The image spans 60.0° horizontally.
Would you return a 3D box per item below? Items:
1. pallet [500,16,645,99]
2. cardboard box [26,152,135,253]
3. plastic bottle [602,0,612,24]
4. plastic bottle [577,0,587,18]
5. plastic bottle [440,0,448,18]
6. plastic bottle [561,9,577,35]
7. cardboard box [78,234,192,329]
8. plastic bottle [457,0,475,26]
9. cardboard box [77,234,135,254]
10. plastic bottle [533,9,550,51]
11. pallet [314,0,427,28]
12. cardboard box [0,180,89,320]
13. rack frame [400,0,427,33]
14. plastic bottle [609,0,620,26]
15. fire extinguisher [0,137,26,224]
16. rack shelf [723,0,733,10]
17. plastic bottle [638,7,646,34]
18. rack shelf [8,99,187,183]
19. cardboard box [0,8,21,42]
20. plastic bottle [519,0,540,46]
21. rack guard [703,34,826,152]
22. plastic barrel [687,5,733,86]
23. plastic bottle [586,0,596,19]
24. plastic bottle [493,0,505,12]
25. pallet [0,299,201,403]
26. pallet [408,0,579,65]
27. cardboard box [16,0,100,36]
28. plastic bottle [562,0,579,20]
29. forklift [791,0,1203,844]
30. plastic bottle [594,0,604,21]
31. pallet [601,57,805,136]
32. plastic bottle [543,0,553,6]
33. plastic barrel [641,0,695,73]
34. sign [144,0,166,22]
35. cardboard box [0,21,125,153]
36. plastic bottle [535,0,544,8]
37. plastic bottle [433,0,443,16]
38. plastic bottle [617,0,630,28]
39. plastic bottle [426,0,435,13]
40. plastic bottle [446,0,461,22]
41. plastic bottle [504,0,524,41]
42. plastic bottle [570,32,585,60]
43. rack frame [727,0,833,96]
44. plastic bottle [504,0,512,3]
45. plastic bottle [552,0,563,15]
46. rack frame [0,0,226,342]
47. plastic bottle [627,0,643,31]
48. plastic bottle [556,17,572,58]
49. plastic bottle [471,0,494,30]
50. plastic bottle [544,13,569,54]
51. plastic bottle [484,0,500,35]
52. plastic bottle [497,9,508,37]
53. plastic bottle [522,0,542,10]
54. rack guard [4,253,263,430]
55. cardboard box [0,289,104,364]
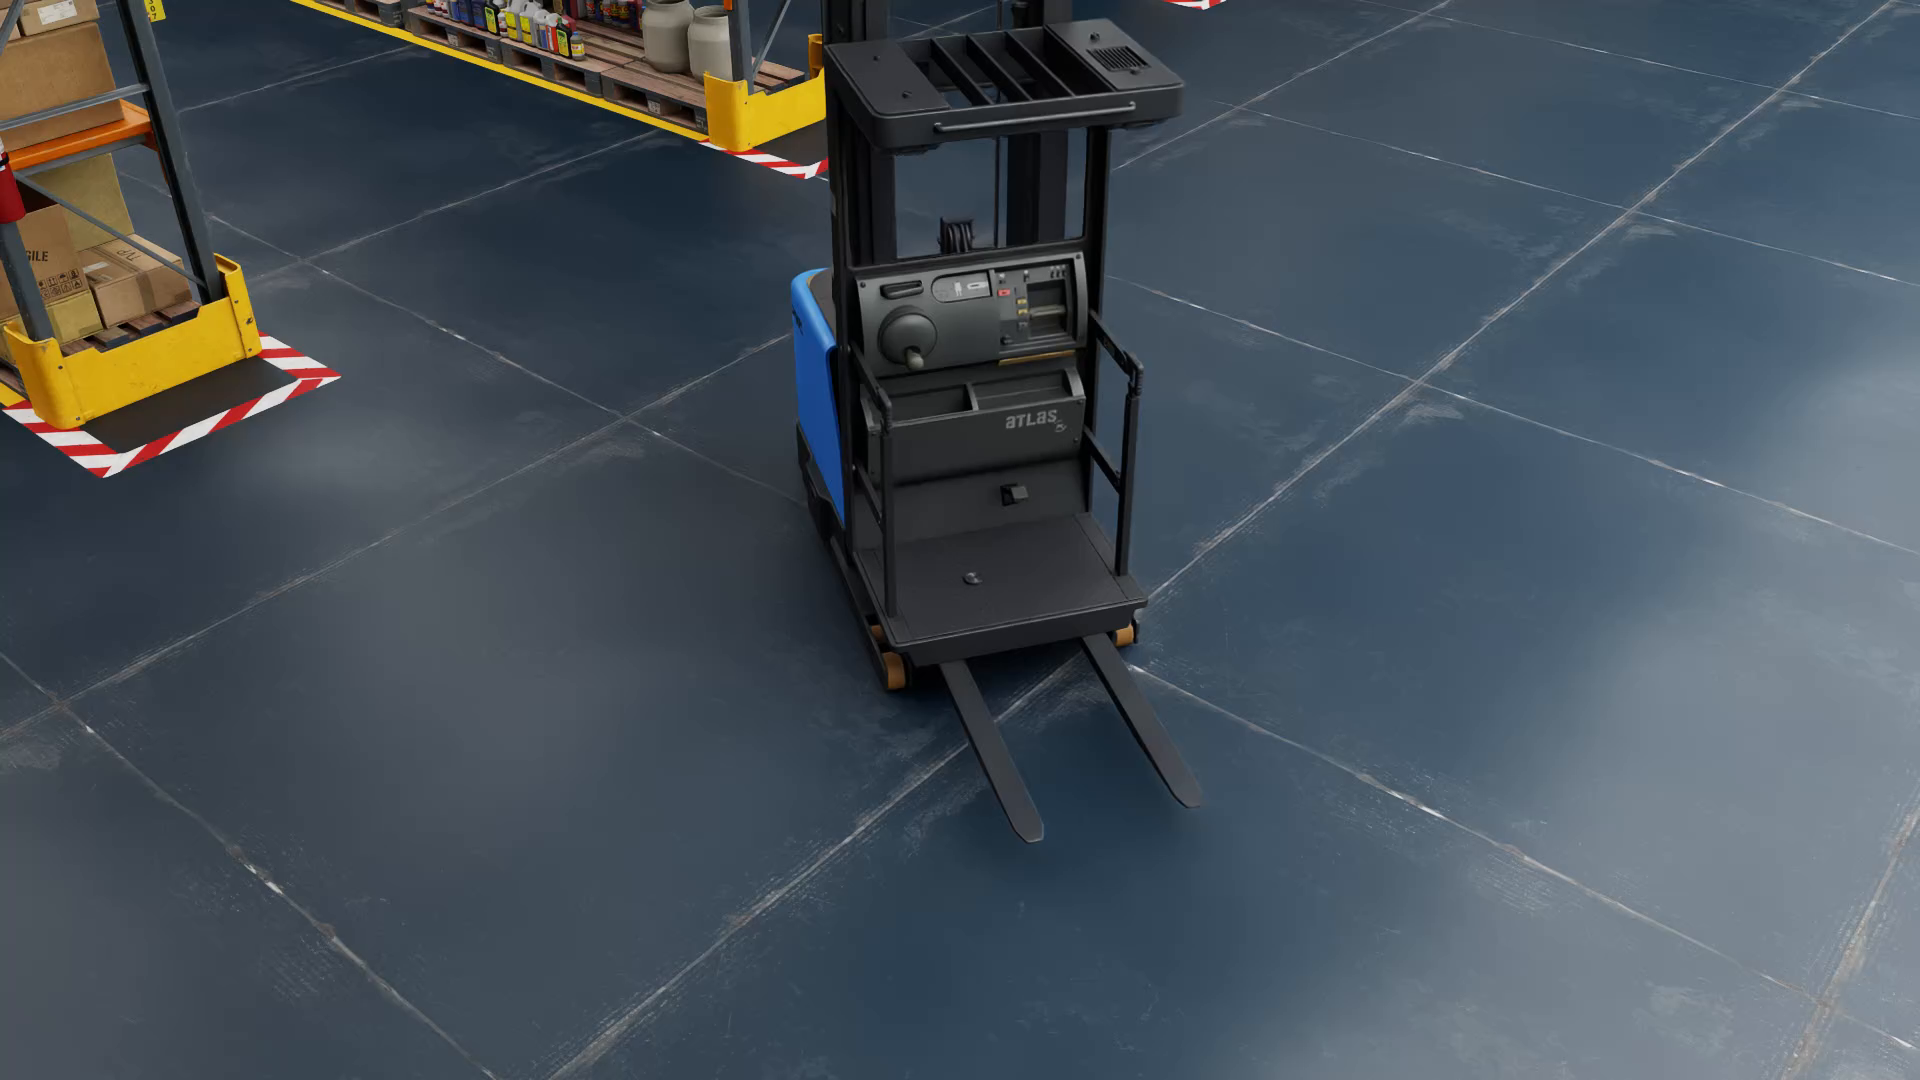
[{"bbox_3d":[-2.868,-3.864,13.190,1.213,0.211,1.003,25,42,32],"label":"pallet"},{"bbox_3d":[-5.053,-1.934,9.312,0.500,0.500,0.500,25,42,32],"label":"cardboard box"},{"bbox_3d":[-2.836,-4.284,13.422,0.097,0.201,0.097,0,34,0],"label":"plastic bottle"},{"bbox_3d":[-3.102,-4.420,13.554,0.135,0.276,0.152,26,42,33],"label":"plastic bottle"},{"bbox_3d":[-4.178,-4.365,13.539,0.097,0.201,0.097,0,34,0],"label":"plastic bottle"},{"bbox_3d":[-3.026,-3.954,12.868,0.133,0.283,0.061,25,42,32],"label":"plastic bottle"},{"bbox_3d":[-4.667,-1.445,9.262,0.500,0.250,0.500,25,42,32],"label":"cardboard box"},{"bbox_3d":[-3.944,-4.333,13.361,0.185,0.351,0.144,26,42,33],"label":"plastic bottle"},{"bbox_3d":[-5.054,-1.624,9.523,0.500,0.250,0.500,25,42,32],"label":"cardboard box"},{"bbox_3d":[-3.200,-3.954,12.876,0.135,0.276,0.152,24,41,31],"label":"plastic bottle"},{"bbox_3d":[-4.928,-4.835,14.604,1.213,0.211,1.003,25,42,32],"label":"pallet"},{"bbox_3d":[-5.000,-1.528,8.720,0.500,0.500,0.500,25,42,32],"label":"cardboard box"},{"bbox_3d":[-4.299,-5.717,13.425,0.127,3.000,1.000,25,42,32],"label":"rack frame"},{"bbox_3d":[-2.759,-4.277,13.350,0.097,0.271,0.097,0,34,0],"label":"plastic bottle"},{"bbox_3d":[-4.604,-1.837,7.844,0.183,0.674,0.296,25,42,32],"label":"fire extinguisher"},{"bbox_3d":[-2.762,-4.696,12.573,4.000,0.370,1.077,25,42,32],"label":"rack shelf"},{"bbox_3d":[-2.499,-4.125,13.191,0.097,0.201,0.097,0,34,0],"label":"plastic bottle"},{"bbox_3d":[-5.934,-2.542,9.437,4.000,0.370,1.077,25,42,32],"label":"rack shelf"},{"bbox_3d":[-4.813,-2.478,8.048,0.250,0.149,0.380,24,41,31],"label":"cardboard box"},{"bbox_3d":[-3.330,-4.043,12.939,0.185,0.351,0.144,27,43,34],"label":"plastic bottle"},{"bbox_3d":[-1.314,-3.244,12.033,0.348,0.500,1.175,25,42,32],"label":"rack guard"},{"bbox_3d":[-1.780,-3.621,12.199,0.421,0.512,0.421,0,34,0],"label":"plastic barrel"},{"bbox_3d":[-2.993,-4.359,13.530,0.097,0.201,0.097,0,34,0],"label":"plastic bottle"},{"bbox_3d":[-3.662,-4.195,13.230,0.097,0.271,0.097,0,34,0],"label":"plastic bottle"},{"bbox_3d":[-5.012,-1.224,9.345,1.213,0.211,1.003,25,42,32],"label":"pallet"},{"bbox_3d":[-3.810,-4.306,13.833,1.213,0.211,1.003,25,42,32],"label":"pallet"},{"bbox_3d":[-4.561,-2.659,8.310,0.250,0.149,0.380,25,42,32],"label":"cardboard box"},{"bbox_3d":[-3.169,-4.377,13.484,0.133,0.283,0.061,25,42,32],"label":"plastic bottle"},{"bbox_3d":[0.119,-0.840,6.384,1.130,2.935,3.031,-10,36,-14],"label":"forklift"},{"bbox_3d":[-2.915,-4.351,13.457,0.097,0.271,0.097,0,34,0],"label":"plastic bottle"},{"bbox_3d":[-1.935,-3.422,12.546,1.213,0.211,1.003,25,42,32],"label":"pallet"},{"bbox_3d":[-3.472,-4.629,13.792,0.185,0.351,0.144,23,41,30],"label":"plastic bottle"},{"bbox_3d":[-2.165,-3.802,12.463,0.421,0.512,0.421,0,34,0],"label":"plastic barrel"},{"bbox_3d":[-4.038,-2.743,8.260,0.005,0.325,0.100,25,42,32],"label":"sign"},{"bbox_3d":[-4.748,-2.330,8.405,0.500,0.500,0.700,25,42,32],"label":"cardboard box"},{"bbox_3d":[-3.548,-4.524,13.706,0.135,0.276,0.152,25,42,32],"label":"plastic bottle"},{"bbox_3d":[-4.257,-4.402,13.593,0.097,0.201,0.097,0,34,0],"label":"plastic bottle"},{"bbox_3d":[-2.682,-4.241,13.297,0.097,0.271,0.097,0,34,0],"label":"plastic bottle"},{"bbox_3d":[-4.335,-4.467,13.627,0.097,0.271,0.097,0,34,0],"label":"plastic bottle"},{"bbox_3d":[-4.069,-4.364,13.472,0.135,0.276,0.152,27,43,33],"label":"plastic bottle"},{"bbox_3d":[-3.473,-4.111,13.038,0.185,0.351,0.144,25,42,31],"label":"plastic bottle"},{"bbox_3d":[-2.917,-3.770,12.673,0.097,0.201,0.097,0,34,0],"label":"plastic bottle"},{"bbox_3d":[-1.225,-4.268,11.315,0.127,3.000,1.000,25,42,32],"label":"rack frame"},{"bbox_3d":[-3.712,-4.636,13.802,0.185,0.351,0.144,25,42,32],"label":"plastic bottle"},{"bbox_3d":[-3.270,-4.430,13.562,0.133,0.283,0.061,25,42,32],"label":"plastic bottle"},{"bbox_3d":[-4.397,-2.114,8.179,0.127,3.000,1.000,25,42,32],"label":"rack frame"},{"bbox_3d":[-2.581,-4.212,13.244,0.133,0.283,0.061,26,42,33],"label":"plastic bottle"},{"bbox_3d":[-3.018,-3.838,12.700,0.133,0.283,0.061,26,42,33],"label":"plastic bottle"},{"bbox_3d":[-3.799,-4.265,13.262,0.185,0.351,0.144,23,41,30],"label":"plastic bottle"},{"bbox_3d":[-3.093,-3.904,12.803,0.135,0.276,0.152,26,42,32],"label":"plastic bottle"},{"bbox_3d":[-3.699,-4.159,13.167,0.133,0.283,0.061,27,43,34],"label":"plastic bottle"},{"bbox_3d":[-3.597,-4.091,13.140,0.097,0.201,0.097,0,34,0],"label":"plastic bottle"},{"bbox_3d":[-3.397,-4.154,13.166,0.135,0.276,0.152,25,42,32],"label":"plastic bottle"},{"bbox_3d":[-4.379,-1.075,8.874,0.348,0.500,1.175,25,42,32],"label":"rack guard"},{"bbox_3d":[-4.998,-1.220,8.934,0.500,0.250,0.500,25,42,32],"label":"cardboard box"}]
